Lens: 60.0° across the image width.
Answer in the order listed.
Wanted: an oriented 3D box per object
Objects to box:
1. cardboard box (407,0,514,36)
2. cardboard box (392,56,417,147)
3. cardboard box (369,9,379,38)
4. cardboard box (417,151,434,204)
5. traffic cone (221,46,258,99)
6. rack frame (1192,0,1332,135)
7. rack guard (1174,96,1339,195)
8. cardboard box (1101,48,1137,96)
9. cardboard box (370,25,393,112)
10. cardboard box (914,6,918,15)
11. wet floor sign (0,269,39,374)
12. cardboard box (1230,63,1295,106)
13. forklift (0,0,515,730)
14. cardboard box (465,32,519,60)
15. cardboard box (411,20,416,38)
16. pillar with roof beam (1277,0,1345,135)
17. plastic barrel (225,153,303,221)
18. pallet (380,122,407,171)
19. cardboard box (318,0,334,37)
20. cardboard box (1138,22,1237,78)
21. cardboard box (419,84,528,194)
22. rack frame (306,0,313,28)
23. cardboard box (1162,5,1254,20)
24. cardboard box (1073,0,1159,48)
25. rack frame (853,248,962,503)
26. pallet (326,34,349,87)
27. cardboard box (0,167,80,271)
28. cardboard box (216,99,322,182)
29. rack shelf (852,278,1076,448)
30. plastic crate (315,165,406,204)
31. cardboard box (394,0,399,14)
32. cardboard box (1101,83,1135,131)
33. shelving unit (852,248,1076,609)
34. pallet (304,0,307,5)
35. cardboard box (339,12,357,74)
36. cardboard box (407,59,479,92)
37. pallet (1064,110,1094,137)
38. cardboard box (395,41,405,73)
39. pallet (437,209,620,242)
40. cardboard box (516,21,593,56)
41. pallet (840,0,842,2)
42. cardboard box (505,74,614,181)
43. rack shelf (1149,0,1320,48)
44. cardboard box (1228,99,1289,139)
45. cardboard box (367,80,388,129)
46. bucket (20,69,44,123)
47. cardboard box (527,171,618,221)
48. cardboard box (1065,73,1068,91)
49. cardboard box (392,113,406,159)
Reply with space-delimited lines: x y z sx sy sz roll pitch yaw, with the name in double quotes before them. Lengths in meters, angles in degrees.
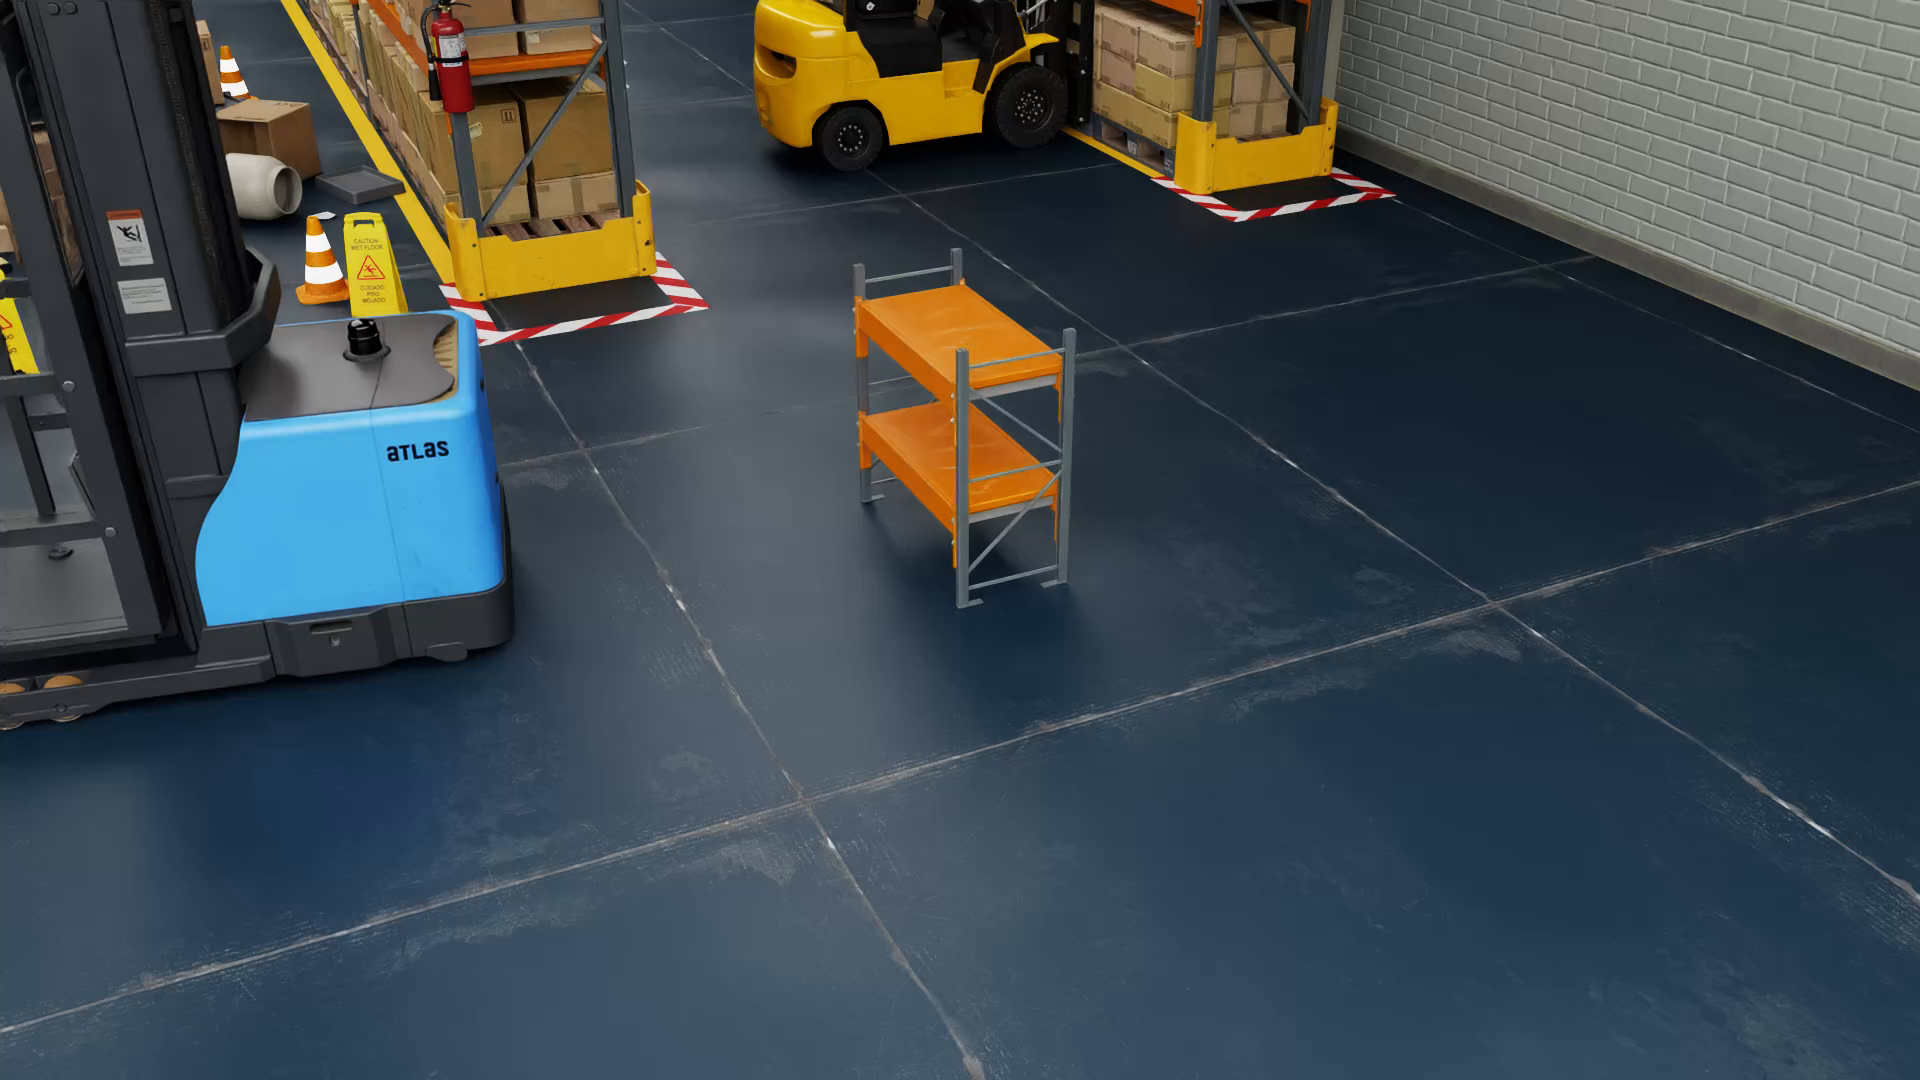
"cardboard box" -2.884 -3.210 9.502 0.500 0.500 0.500 -14 32 -23
"cardboard box" -3.419 -2.919 11.005 0.500 0.500 0.500 -14 32 -23
"cardboard box" -3.888 -3.604 11.563 0.380 0.149 0.250 -12 31 -20
"cardboard box" -3.207 -2.370 10.792 0.500 0.250 0.500 -13 32 -22
"traffic cone" -5.916 -3.769 13.499 0.336 0.463 0.334 -13 32 -22
"rack frame" 2.079 -3.899 11.136 1.000 3.000 0.127 -13 32 -22
"rack guard" 2.090 -2.798 11.729 1.175 0.500 0.348 -13 32 -22
"cardboard box" 1.382 -3.474 12.249 0.500 0.250 0.500 -13 32 -22
"cardboard box" -3.869 -3.382 11.829 0.500 0.500 0.500 -12 31 -20
"cardboard box" -0.198 -5.386 15.787 0.875 0.625 0.625 -13 32 -22
"wet floor sign" -5.029 -1.147 8.636 0.267 0.644 0.232 -19 35 -30
"cardboard box" 2.065 -3.352 12.032 0.500 0.250 0.500 -12 32 -21
"forklift" -3.306 -0.878 5.819 3.031 2.935 1.130 -7 30 -13
"cardboard box" -2.756 -2.866 9.551 0.380 0.149 0.250 -12 31 -20
"cardboard box" -3.056 -3.072 9.919 0.380 0.149 0.250 -14 32 -23
"pillar with roof beam" -1.294 -6.109 8.943 9.100 9.000 0.400 -13 32 -22
"plastic barrel" -4.656 -2.326 10.965 0.512 0.421 0.421 7 30 13
"pallet" -3.799 -3.117 12.592 1.003 0.211 1.213 -13 32 -22
"cardboard box" -5.279 -4.850 15.090 0.950 0.372 0.625 -14 32 -23
"cardboard box" 1.600 -3.457 11.708 0.500 0.250 0.500 -12 31 -20
"cardboard box" -2.982 -2.465 10.195 0.500 0.500 0.500 -13 32 -22
"rack frame" -5.837 -6.389 15.577 1.000 3.000 0.127 -13 32 -22
"cardboard box" 1.826 -3.791 12.303 0.500 0.250 0.500 -13 32 -22
"cardboard box" 1.150 -3.902 12.501 0.500 0.250 0.500 -13 32 -21
"rack frame" -0.221 -0.718 7.381 0.500 1.125 0.032 -13 32 -22
"pallet" -4.983 -4.289 14.683 1.003 0.211 1.213 -13 32 -22
"cardboard box" -5.443 -2.011 10.321 0.637 0.503 0.797 13 32 21
"cardboard box" -4.888 -2.774 11.683 0.500 0.500 0.500 7 30 13
"rack shelf" -0.003 -0.749 6.837 0.538 0.278 1.000 -13 32 -22
"plastic crate" -4.186 -2.483 11.596 0.583 0.080 0.402 26 38 38
"cardboard box" -3.368 -3.416 10.532 0.380 0.149 0.250 -13 32 -22
"cardboard box" 1.387 -3.246 12.353 0.500 0.250 0.500 -13 32 -22
"shelving unit" -0.003 -0.494 6.980 0.538 1.125 1.048 -13 32 -22
"pallet" -6.107 -5.537 16.908 1.003 0.211 1.213 -13 32 -22
"cardboard box" -4.658 -4.207 13.943 0.950 0.372 0.625 -11 31 -19
"cardboard box" -3.200 -2.896 10.300 0.380 0.149 0.250 -12 31 -21
"pallet" 1.193 -3.550 13.365 1.003 0.211 1.213 -13 32 -22
"cardboard box" -3.416 -3.125 10.708 0.380 0.149 0.250 -12 31 -20
"pallet" -2.752 -2.039 10.670 1.003 0.211 1.213 -13 32 -22
"cardboard box" -2.361 -2.939 9.681 0.380 0.149 0.250 -13 32 -22
"pallet" -0.517 -5.307 16.498 1.003 0.211 1.213 -13 32 -22
"cardboard box" -2.509 -2.591 10.419 0.500 0.500 0.500 -14 32 -24
"rack shelf" 1.221 -4.469 12.888 1.077 0.370 4.000 -13 32 -22
"cardboard box" 2.045 -3.141 12.166 0.500 0.250 0.500 -13 32 -22
"cardboard box" -4.110 -3.289 12.430 0.500 0.250 0.500 -15 32 -24
"bucket" -6.406 -3.197 11.678 0.726 0.611 0.620 -3 19 -5
"cardboard box" -2.499 -2.253 10.584 0.500 0.250 0.500 -13 32 -22
"cardboard box" 0.937 -3.693 13.152 0.500 0.250 0.500 -12 31 -20
"cardboard box" -3.640 -2.821 11.597 0.500 0.250 0.500 -14 32 -23
